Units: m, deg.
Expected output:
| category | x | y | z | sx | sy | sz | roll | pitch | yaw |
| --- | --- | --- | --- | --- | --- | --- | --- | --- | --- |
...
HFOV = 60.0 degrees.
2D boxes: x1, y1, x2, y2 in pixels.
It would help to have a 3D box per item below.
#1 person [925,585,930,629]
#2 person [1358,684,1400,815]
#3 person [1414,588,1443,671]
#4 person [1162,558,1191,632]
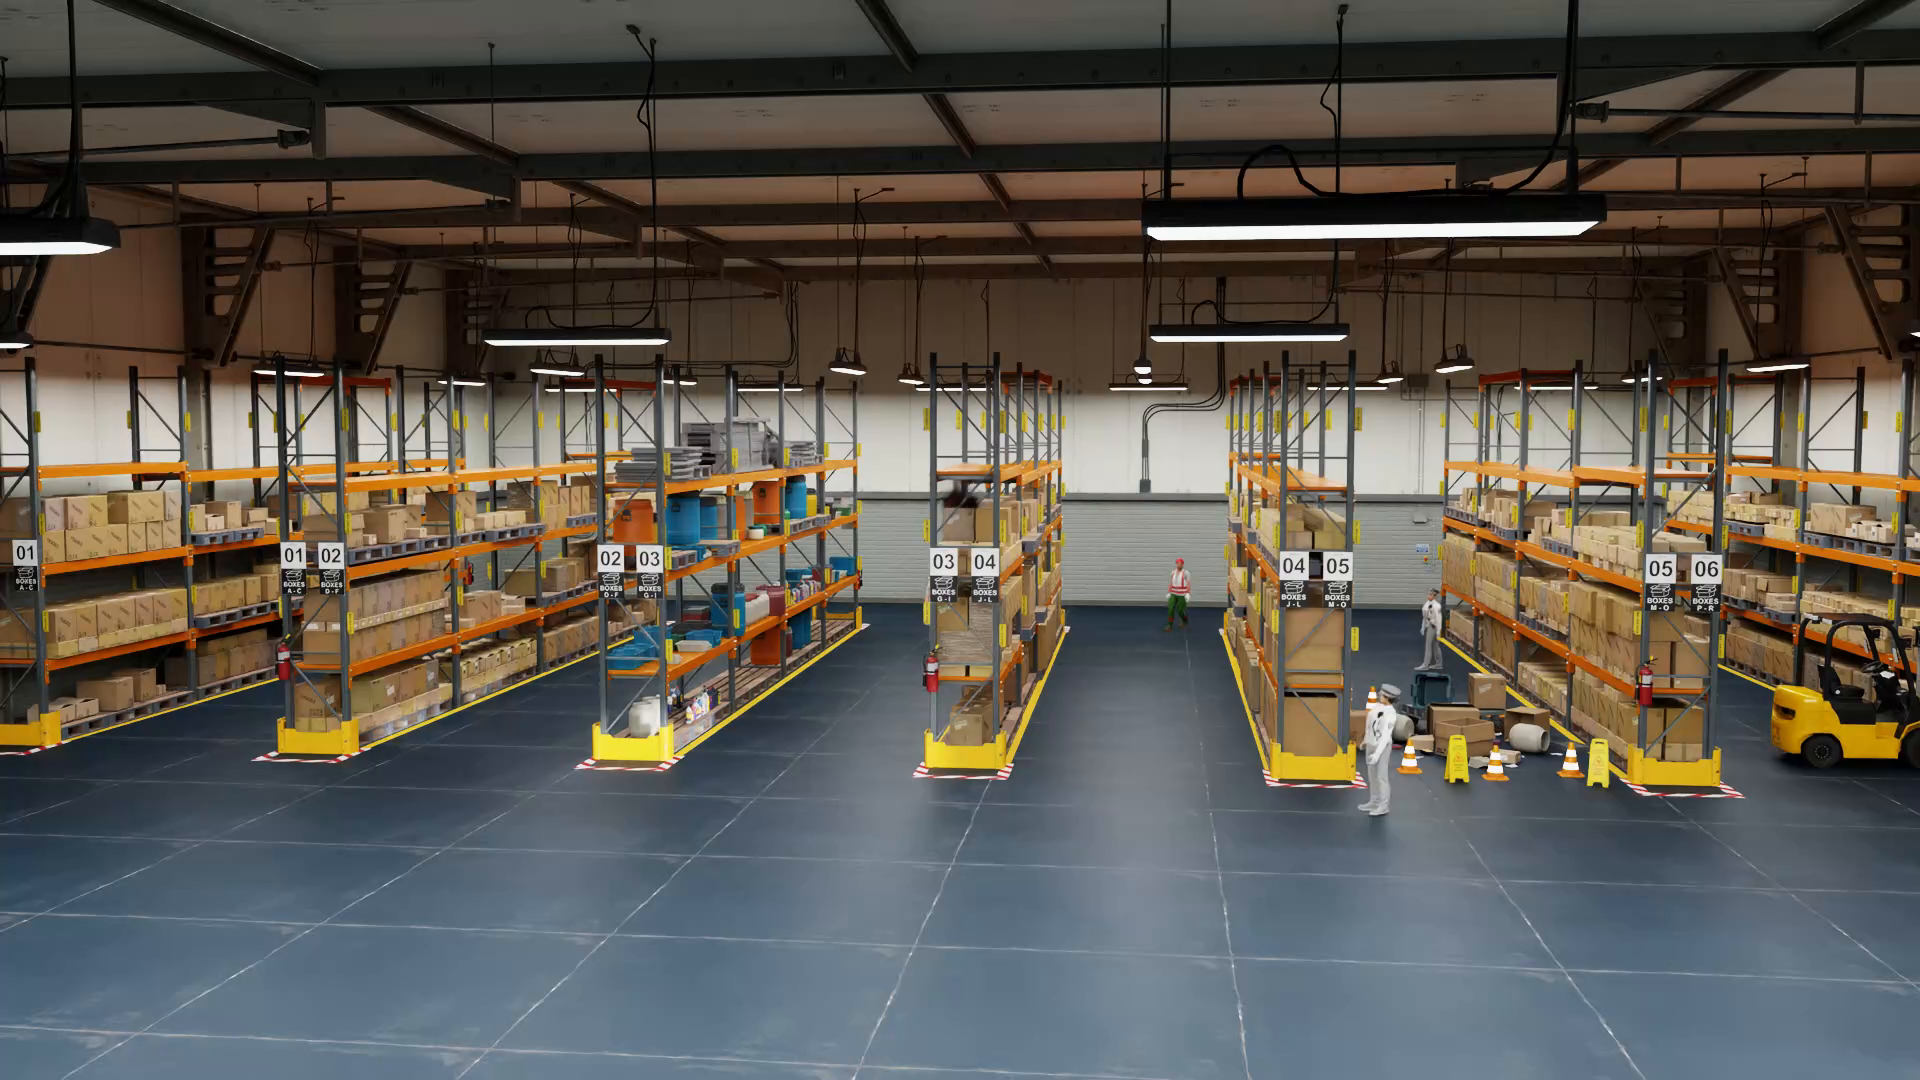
| category | x | y | z | sx | sy | sz | roll | pitch | yaw |
| --- | --- | --- | --- | --- | --- | --- | --- | --- | --- |
| person | -0.546 | 1.550 | 37.330 | 0.466 | 1.626 | 0.978 | 0 | 4 | 1 |
| person | 5.335 | 2.660 | 21.289 | 0.434 | 1.682 | 0.601 | -1 | 4 | -18 |
| person | 9.479 | 1.791 | 33.633 | 0.605 | 1.674 | 0.522 | 0 | 4 | 6 |
| person | 5.217 | 1.310 | 39.691 | 0.656 | 1.770 | 0.782 | 4 | 5 | 42 |
